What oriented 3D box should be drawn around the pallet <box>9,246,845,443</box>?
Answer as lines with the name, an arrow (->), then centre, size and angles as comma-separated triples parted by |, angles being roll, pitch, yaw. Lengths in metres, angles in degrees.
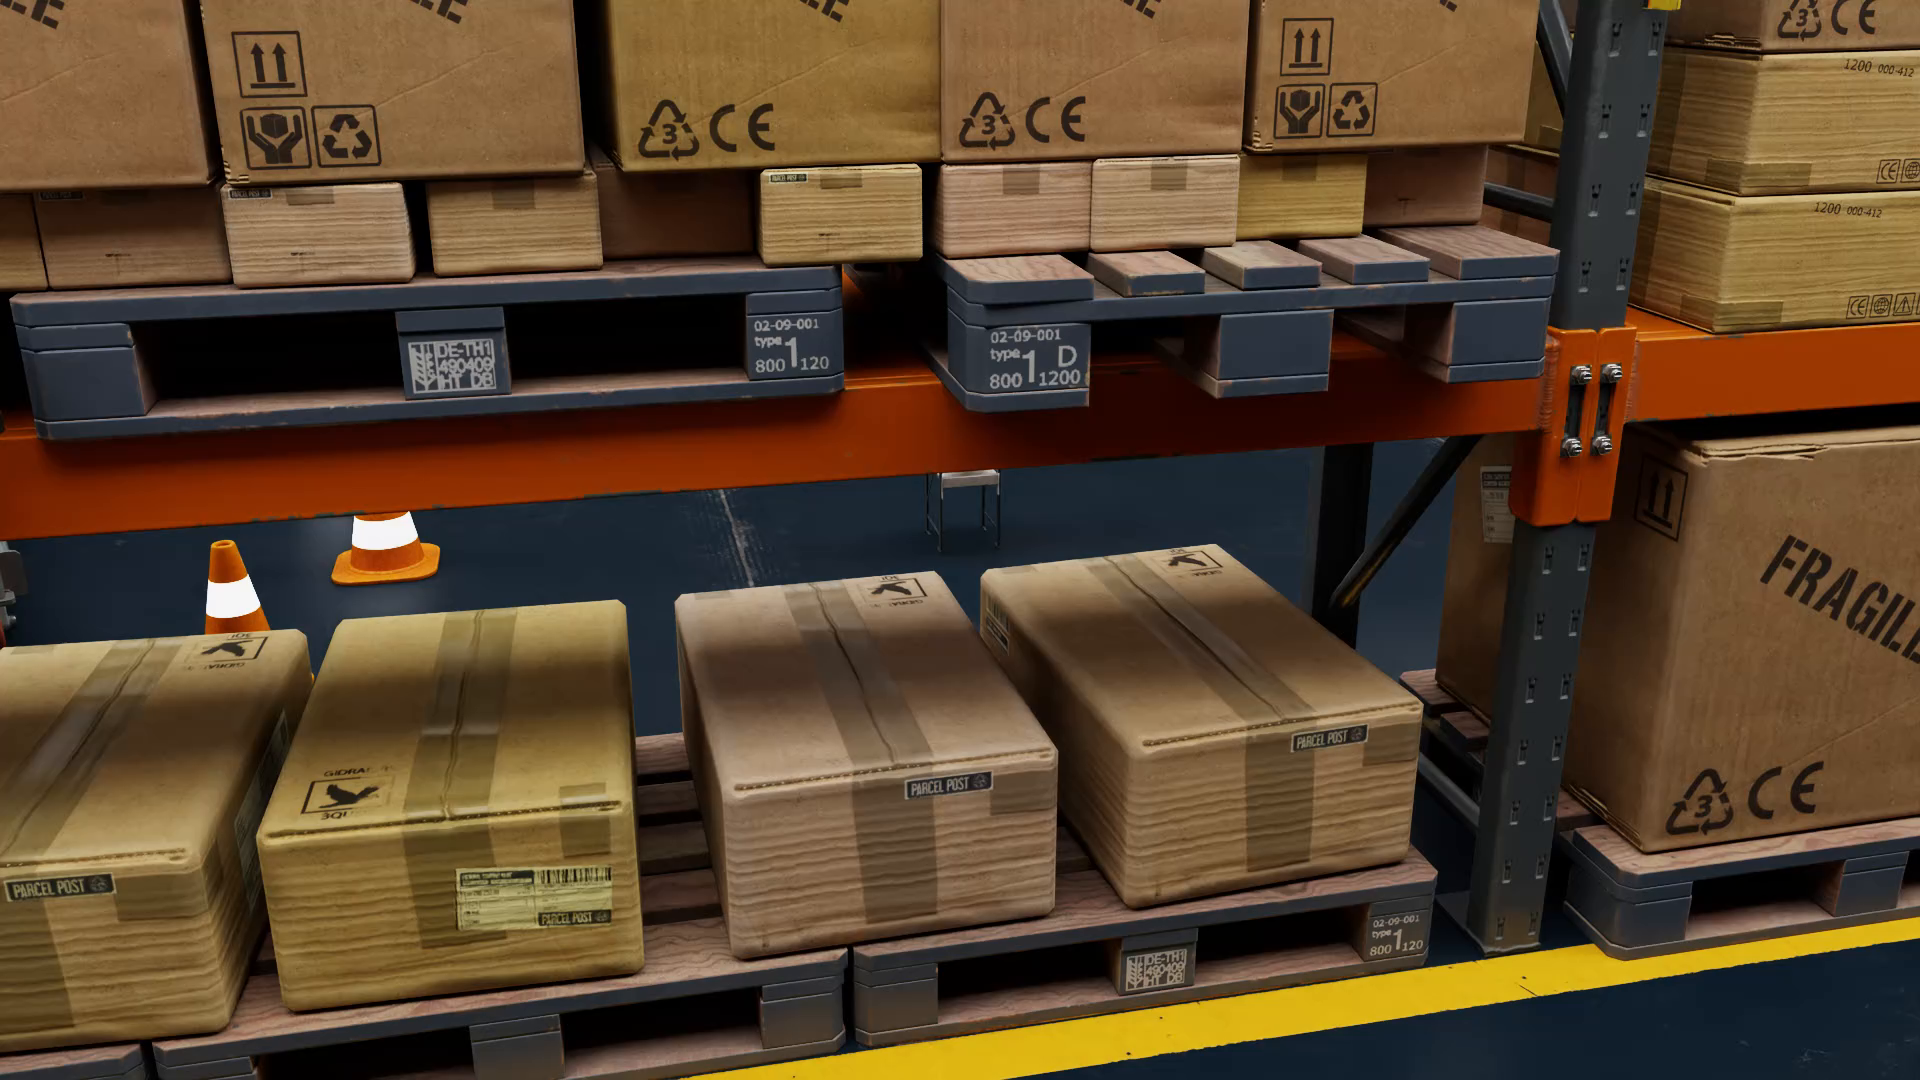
pallet -> -0.882, -0.453, 2.970 | 1.213, 0.211, 1.003 | -5, 21, -12

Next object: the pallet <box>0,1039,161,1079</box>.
pallet -> -2.100, 0.850, 3.187 | 1.213, 0.211, 1.003 | -5, 21, -12

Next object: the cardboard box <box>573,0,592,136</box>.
cardboard box -> -0.477, -1.051, 3.136 | 0.500, 0.500, 0.500 | -4, 21, -12

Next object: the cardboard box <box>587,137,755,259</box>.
cardboard box -> -0.494, -0.586, 2.809 | 0.250, 0.149, 0.380 | -4, 21, -12

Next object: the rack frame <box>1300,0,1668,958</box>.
rack frame -> 1.035, -0.714, 3.402 | 0.127, 3.000, 1.000 | -5, 21, -12

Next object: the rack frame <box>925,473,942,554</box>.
rack frame -> -0.091, -0.415, 5.640 | 0.006, 0.900, 0.240 | -5, 21, -12

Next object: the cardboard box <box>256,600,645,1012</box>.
cardboard box -> -0.973, 0.484, 3.343 | 0.625, 0.372, 0.950 | -4, 20, -11

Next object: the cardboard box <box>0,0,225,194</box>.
cardboard box -> -1.364, -0.796, 2.439 | 0.500, 0.500, 0.500 | -5, 21, -13

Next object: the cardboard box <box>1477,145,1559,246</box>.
cardboard box -> 1.467, -0.770, 3.774 | 0.500, 0.250, 0.500 | -5, 21, -14

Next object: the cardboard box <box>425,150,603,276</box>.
cardboard box -> -0.719, -0.539, 2.680 | 0.250, 0.149, 0.380 | -5, 21, -14

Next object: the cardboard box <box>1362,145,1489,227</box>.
cardboard box -> 0.770, -0.688, 3.087 | 0.250, 0.149, 0.380 | -4, 20, -10

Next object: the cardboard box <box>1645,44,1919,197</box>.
cardboard box -> 1.585, -0.835, 3.225 | 0.500, 0.250, 0.500 | -5, 21, -13

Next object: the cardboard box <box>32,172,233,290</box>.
cardboard box -> -1.243, -0.504, 2.585 | 0.250, 0.149, 0.380 | -4, 21, -12

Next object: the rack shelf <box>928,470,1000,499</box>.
rack shelf -> 0.008, -0.223, 5.735 | 0.200, 0.077, 0.258 | -5, 21, -12

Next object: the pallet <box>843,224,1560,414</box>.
pallet -> 0.366, -0.531, 3.183 | 1.003, 0.211, 1.213 | -5, 21, -12

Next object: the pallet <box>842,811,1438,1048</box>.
pallet -> 0.274, 0.657, 3.714 | 1.213, 0.211, 1.003 | -5, 21, -12

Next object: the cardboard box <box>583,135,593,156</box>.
cardboard box -> -0.639, -0.717, 3.164 | 0.250, 0.149, 0.380 | -4, 20, -10

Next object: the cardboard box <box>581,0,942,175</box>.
cardboard box -> -0.335, -0.883, 2.677 | 0.500, 0.500, 0.500 | -6, 21, -16

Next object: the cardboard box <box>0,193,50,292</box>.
cardboard box -> -1.484, -0.485, 2.534 | 0.250, 0.149, 0.380 | -4, 21, -12

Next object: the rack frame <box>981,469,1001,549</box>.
rack frame -> 0.107, -0.431, 5.684 | 0.006, 0.900, 0.240 | -5, 21, -12

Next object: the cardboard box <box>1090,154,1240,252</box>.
cardboard box -> 0.291, -0.608, 2.867 | 0.250, 0.149, 0.380 | -5, 21, -13

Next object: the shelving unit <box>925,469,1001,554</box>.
shelving unit -> 0.008, -0.423, 5.662 | 0.210, 0.900, 0.258 | -5, 21, -12

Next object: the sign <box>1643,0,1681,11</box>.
sign -> 1.169, -1.039, 2.722 | 0.005, 0.325, 0.100 | -5, 21, -12

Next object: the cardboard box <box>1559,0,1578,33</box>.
cardboard box -> 1.478, -1.359, 3.563 | 0.500, 0.500, 0.500 | -5, 21, -14

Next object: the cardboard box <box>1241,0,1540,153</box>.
cardboard box -> 0.657, -0.968, 2.909 | 0.500, 0.500, 0.500 | -5, 21, -14

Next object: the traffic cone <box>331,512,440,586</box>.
traffic cone -> -1.921, -0.130, 5.498 | 0.334, 0.463, 0.336 | -5, 21, -12

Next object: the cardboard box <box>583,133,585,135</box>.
cardboard box -> -0.965, -1.014, 3.035 | 0.500, 0.500, 0.500 | -5, 21, -15

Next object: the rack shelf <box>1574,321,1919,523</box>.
rack shelf -> 2.981, -0.534, 3.958 | 4.000, 0.370, 1.077 | -5, 21, -12

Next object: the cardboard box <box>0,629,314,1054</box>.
cardboard box -> -1.649, 0.539, 3.191 | 0.625, 0.372, 0.950 | -3, 20, -9

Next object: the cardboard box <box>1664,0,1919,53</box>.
cardboard box -> 1.571, -1.187, 3.096 | 0.500, 0.500, 0.500 | -5, 21, -14

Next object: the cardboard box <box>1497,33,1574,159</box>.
cardboard box -> 1.448, -1.001, 3.678 | 0.500, 0.250, 0.500 | -5, 21, -13

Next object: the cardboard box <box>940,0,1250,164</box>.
cardboard box -> 0.156, -0.924, 2.787 | 0.500, 0.500, 0.500 | -5, 21, -13

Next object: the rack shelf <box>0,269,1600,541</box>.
rack shelf -> -0.911, -0.218, 3.093 | 4.000, 0.370, 1.077 | -5, 21, -12

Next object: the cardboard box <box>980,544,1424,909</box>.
cardboard box -> 0.483, 0.364, 3.669 | 0.625, 0.372, 0.950 | -6, 21, -16

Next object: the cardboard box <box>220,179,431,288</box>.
cardboard box -> -0.972, -0.508, 2.595 | 0.250, 0.149, 0.380 | -4, 20, -10

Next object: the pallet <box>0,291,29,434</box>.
pallet -> -2.080, -0.319, 2.603 | 1.213, 0.211, 1.003 | -5, 21, -12

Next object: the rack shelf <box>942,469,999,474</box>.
rack shelf -> 0.008, -0.307, 5.704 | 0.200, 0.077, 0.258 | -5, 21, -12

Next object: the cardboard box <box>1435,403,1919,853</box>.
cardboard box -> 1.726, 0.060, 3.768 | 0.875, 0.875, 0.875 | -5, 21, -13

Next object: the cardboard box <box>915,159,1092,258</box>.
cardboard box -> 0.044, -0.591, 2.820 | 0.250, 0.149, 0.380 | -6, 21, -15

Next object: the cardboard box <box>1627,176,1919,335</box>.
cardboard box -> 1.569, -0.598, 3.303 | 0.500, 0.250, 0.500 | -5, 21, -13

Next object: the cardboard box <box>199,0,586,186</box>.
cardboard box -> -0.866, -0.841, 2.560 | 0.500, 0.500, 0.500 | -6, 21, -15

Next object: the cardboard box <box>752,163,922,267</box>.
cardboard box -> -0.220, -0.564, 2.748 | 0.250, 0.149, 0.380 | -4, 21, -12

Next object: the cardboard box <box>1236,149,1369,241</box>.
cardboard box -> 0.526, -0.643, 2.963 | 0.250, 0.149, 0.380 | -4, 21, -12

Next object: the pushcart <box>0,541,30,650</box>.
pushcart -> -3.431, 0.075, 5.061 | 0.936, 0.377, 1.648 | -13, 24, -31
